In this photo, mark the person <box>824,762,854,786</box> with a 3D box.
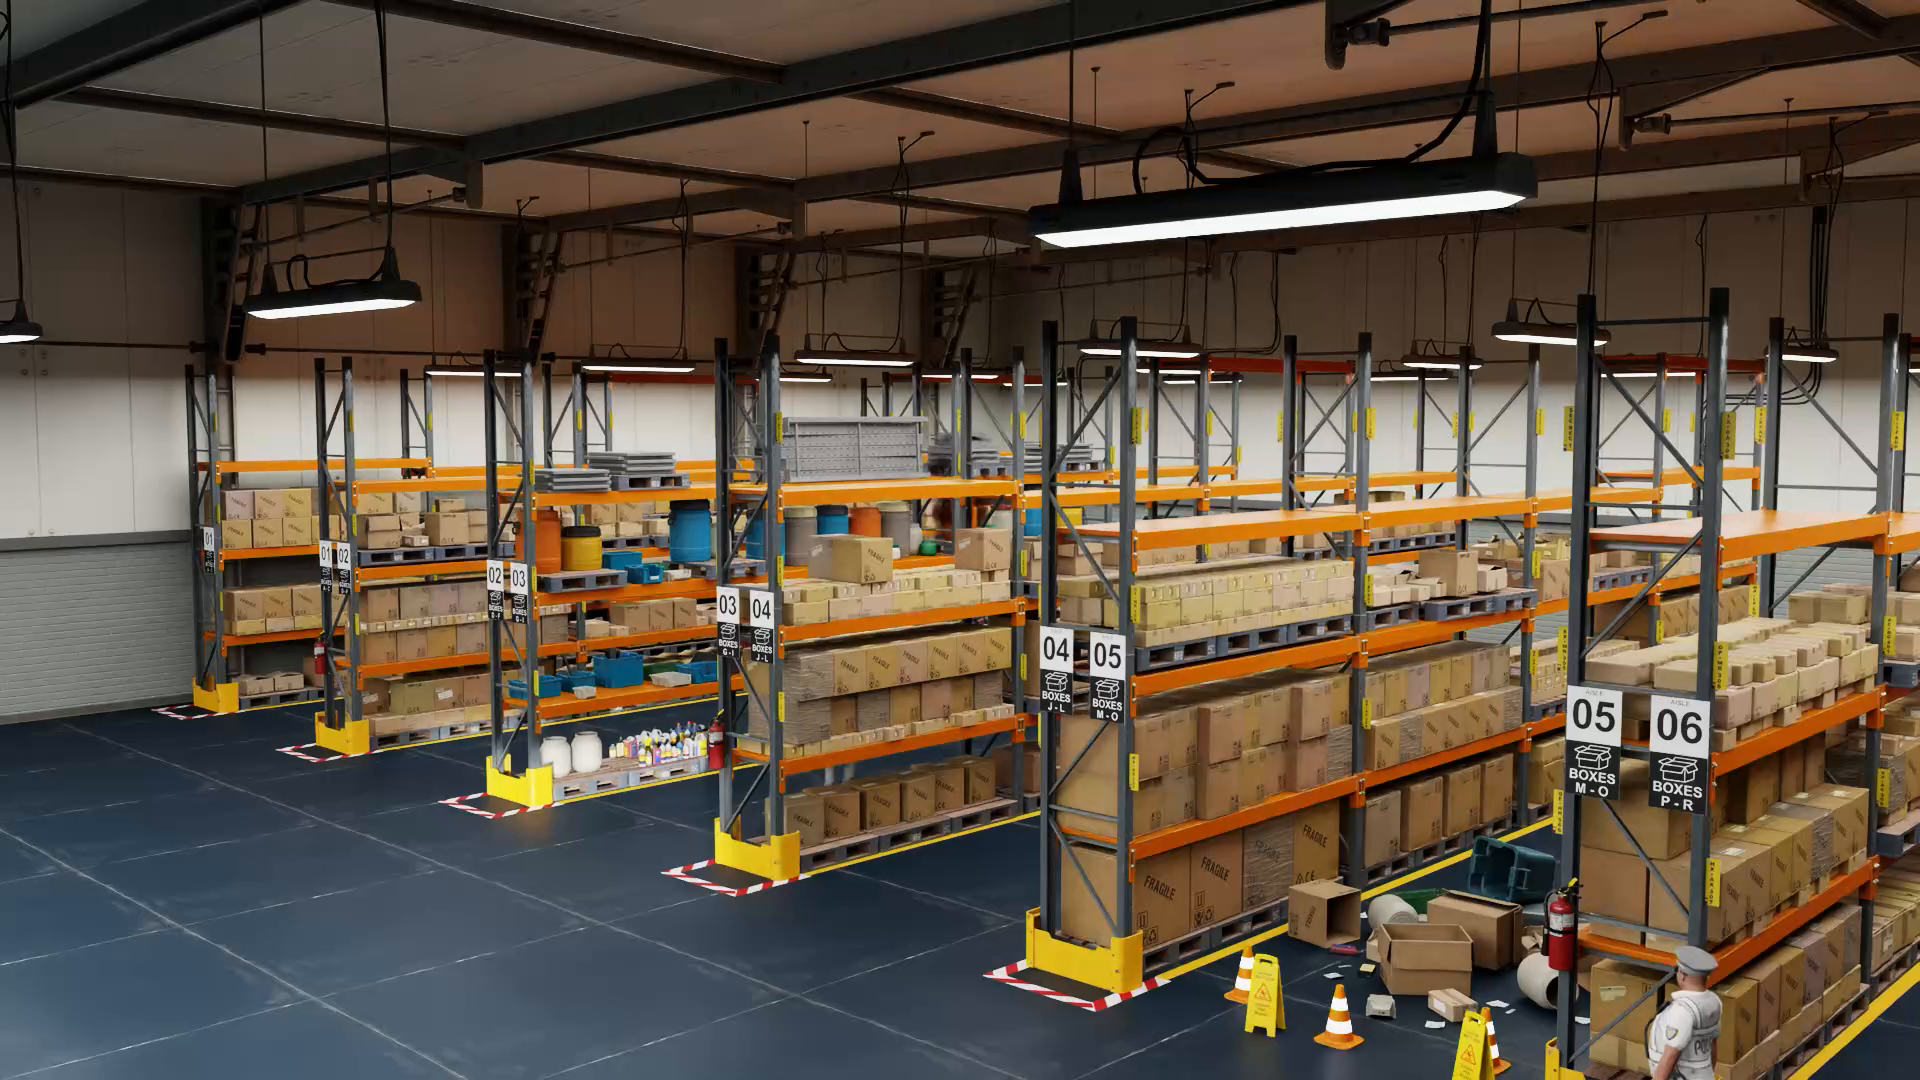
[{"bbox_3d":[-1.606,2.579,21.595,0.594,1.688,0.500,0,4,5],"label":"person"}]

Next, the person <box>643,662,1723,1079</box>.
[{"bbox_3d":[-0.520,2.520,19.983,15.779,1.325,15.612,1,5,17],"label":"person"}]
